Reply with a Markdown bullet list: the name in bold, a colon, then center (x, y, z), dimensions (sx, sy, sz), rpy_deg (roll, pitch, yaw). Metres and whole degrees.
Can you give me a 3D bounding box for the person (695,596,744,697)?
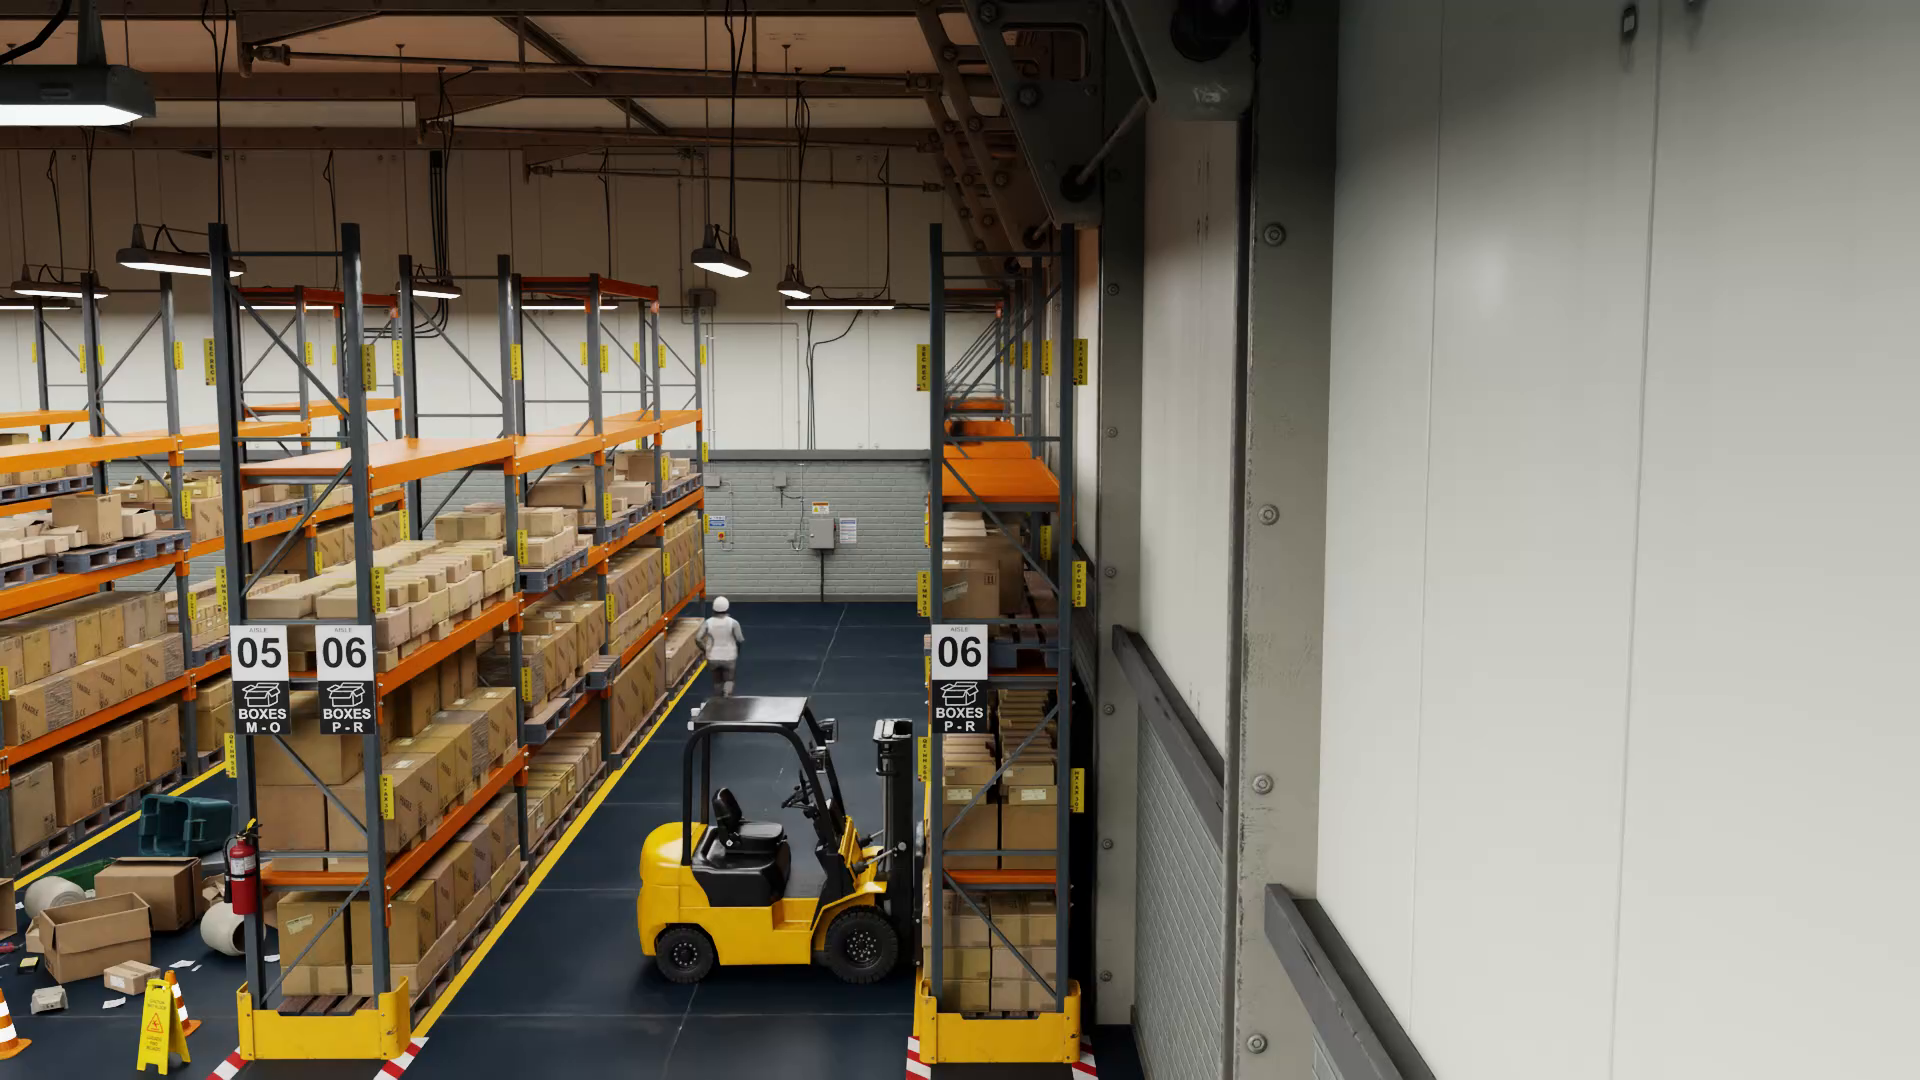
- **person**: center (-3.320, 1.634, 23.048), dimensions (0.676, 1.727, 0.699), rpy_deg (0, 7, -3)
